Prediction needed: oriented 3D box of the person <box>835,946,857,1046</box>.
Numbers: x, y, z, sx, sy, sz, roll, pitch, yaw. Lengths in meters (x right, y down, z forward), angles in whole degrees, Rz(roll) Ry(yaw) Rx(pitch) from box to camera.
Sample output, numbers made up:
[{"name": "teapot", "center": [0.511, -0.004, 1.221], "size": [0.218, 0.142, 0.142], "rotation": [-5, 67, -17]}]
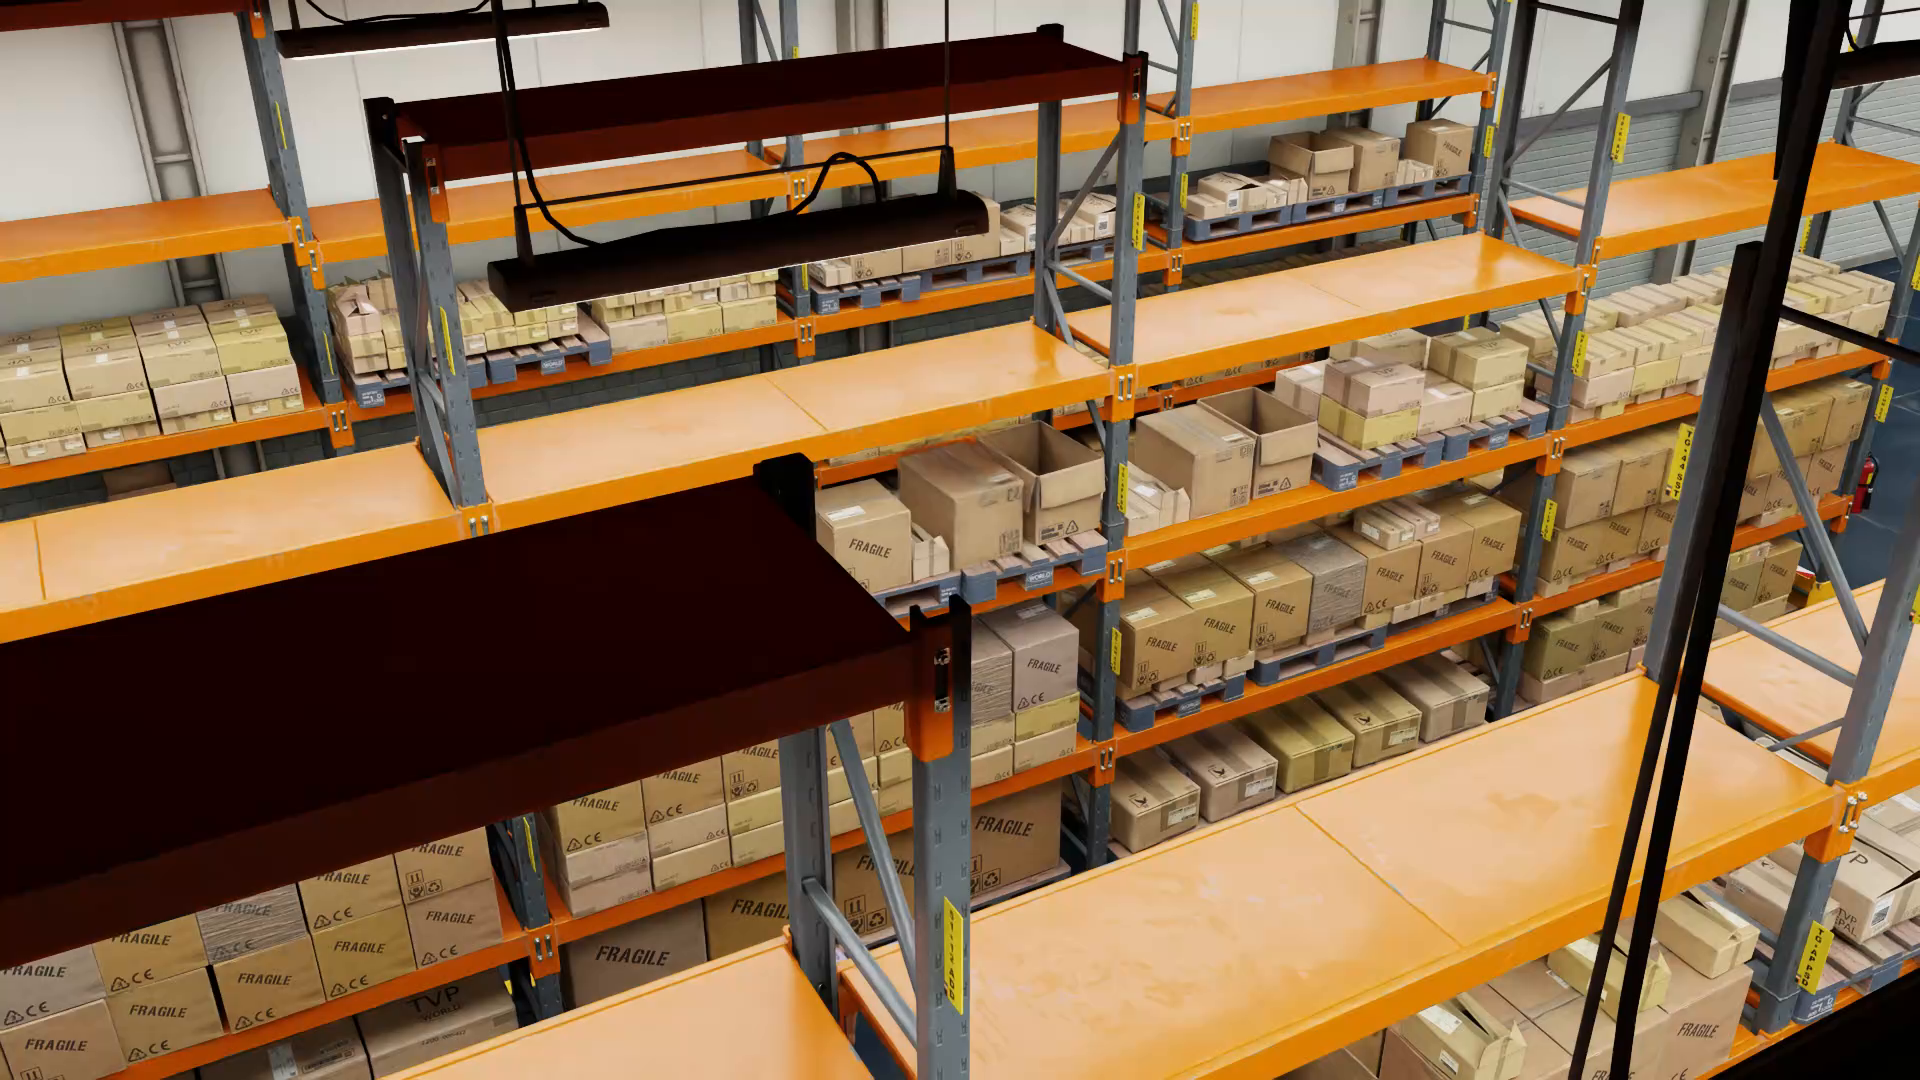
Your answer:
[{"name": "person", "center": [-0.858, 2.867, 9.829], "size": [0.444, 1.652, 0.529], "rotation": [-21, 34, -34]}]
